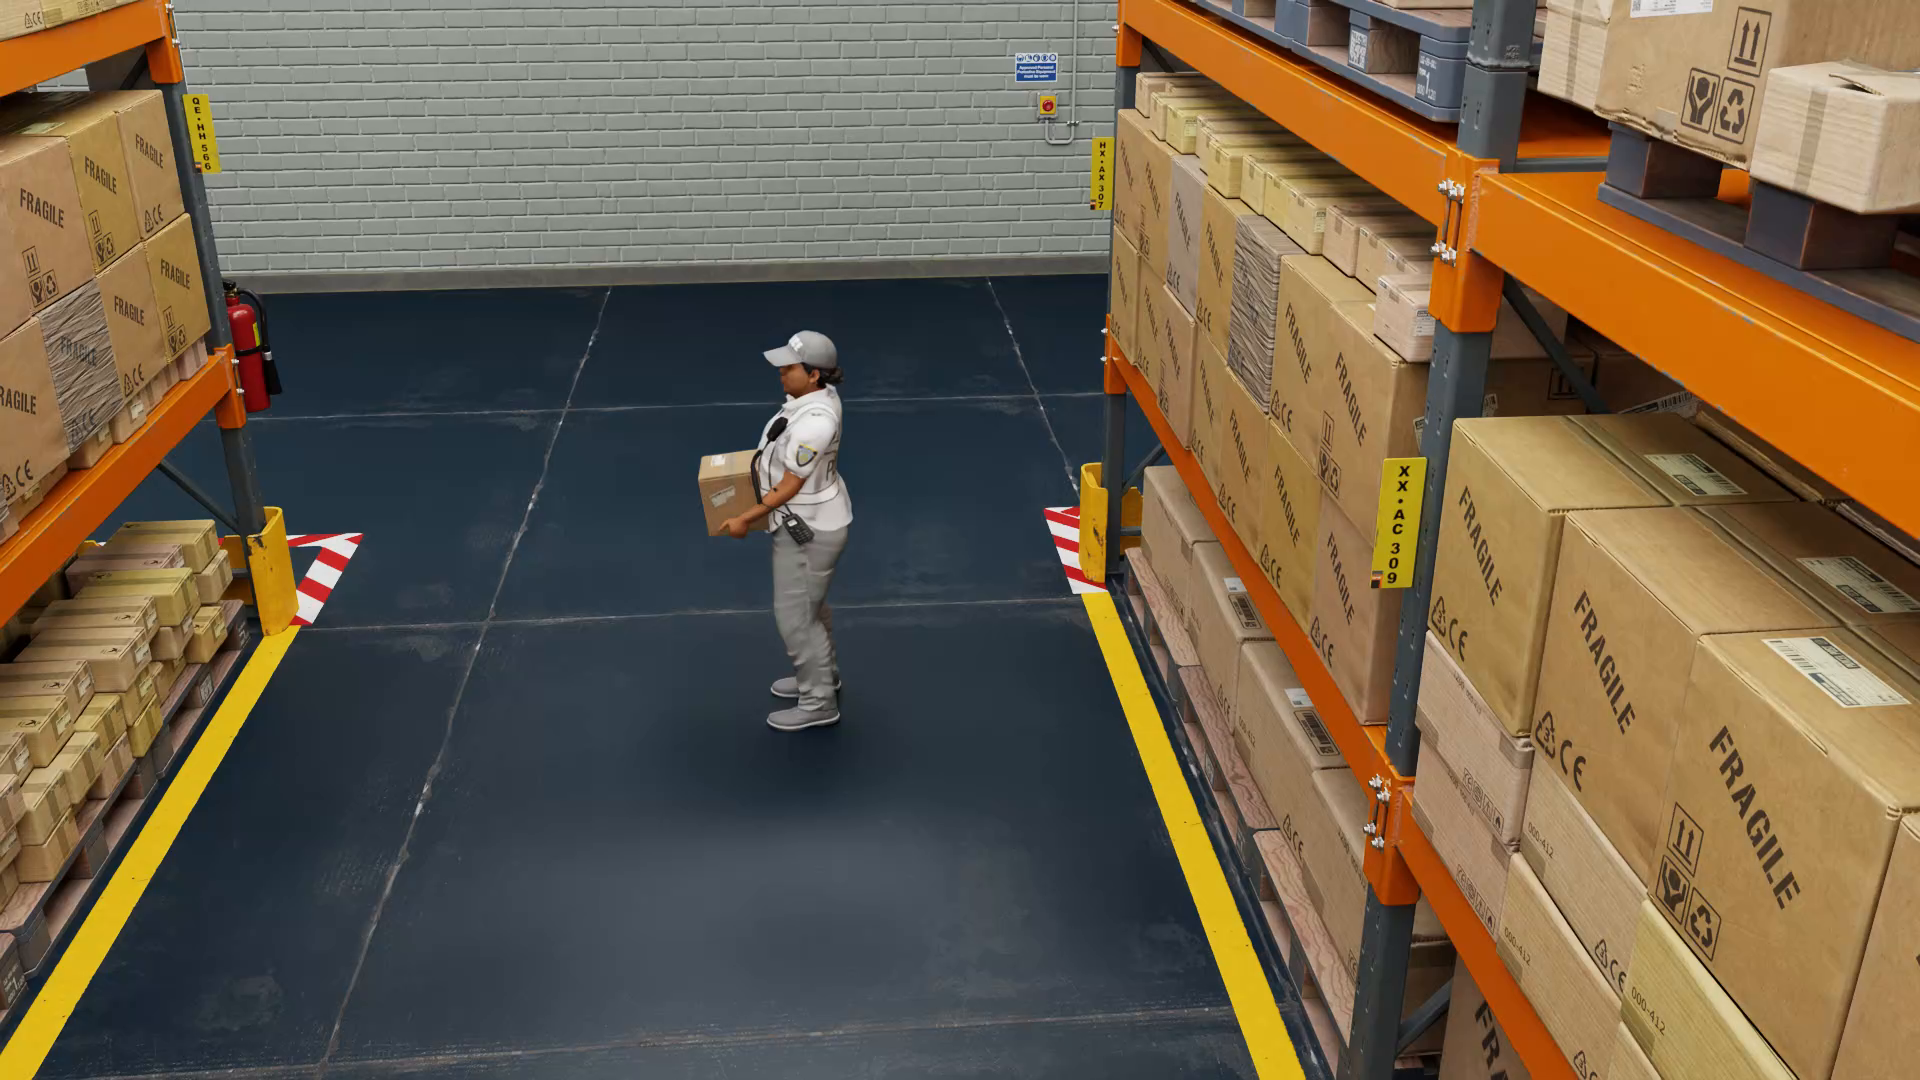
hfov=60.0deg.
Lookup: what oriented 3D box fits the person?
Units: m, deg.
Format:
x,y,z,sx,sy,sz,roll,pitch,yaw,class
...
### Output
x,y,z,sx,sy,sz,roll,pitch,yaw,class
-0.698,-0.043,6.709,0.535,1.656,0.455,-2,24,-4,person
